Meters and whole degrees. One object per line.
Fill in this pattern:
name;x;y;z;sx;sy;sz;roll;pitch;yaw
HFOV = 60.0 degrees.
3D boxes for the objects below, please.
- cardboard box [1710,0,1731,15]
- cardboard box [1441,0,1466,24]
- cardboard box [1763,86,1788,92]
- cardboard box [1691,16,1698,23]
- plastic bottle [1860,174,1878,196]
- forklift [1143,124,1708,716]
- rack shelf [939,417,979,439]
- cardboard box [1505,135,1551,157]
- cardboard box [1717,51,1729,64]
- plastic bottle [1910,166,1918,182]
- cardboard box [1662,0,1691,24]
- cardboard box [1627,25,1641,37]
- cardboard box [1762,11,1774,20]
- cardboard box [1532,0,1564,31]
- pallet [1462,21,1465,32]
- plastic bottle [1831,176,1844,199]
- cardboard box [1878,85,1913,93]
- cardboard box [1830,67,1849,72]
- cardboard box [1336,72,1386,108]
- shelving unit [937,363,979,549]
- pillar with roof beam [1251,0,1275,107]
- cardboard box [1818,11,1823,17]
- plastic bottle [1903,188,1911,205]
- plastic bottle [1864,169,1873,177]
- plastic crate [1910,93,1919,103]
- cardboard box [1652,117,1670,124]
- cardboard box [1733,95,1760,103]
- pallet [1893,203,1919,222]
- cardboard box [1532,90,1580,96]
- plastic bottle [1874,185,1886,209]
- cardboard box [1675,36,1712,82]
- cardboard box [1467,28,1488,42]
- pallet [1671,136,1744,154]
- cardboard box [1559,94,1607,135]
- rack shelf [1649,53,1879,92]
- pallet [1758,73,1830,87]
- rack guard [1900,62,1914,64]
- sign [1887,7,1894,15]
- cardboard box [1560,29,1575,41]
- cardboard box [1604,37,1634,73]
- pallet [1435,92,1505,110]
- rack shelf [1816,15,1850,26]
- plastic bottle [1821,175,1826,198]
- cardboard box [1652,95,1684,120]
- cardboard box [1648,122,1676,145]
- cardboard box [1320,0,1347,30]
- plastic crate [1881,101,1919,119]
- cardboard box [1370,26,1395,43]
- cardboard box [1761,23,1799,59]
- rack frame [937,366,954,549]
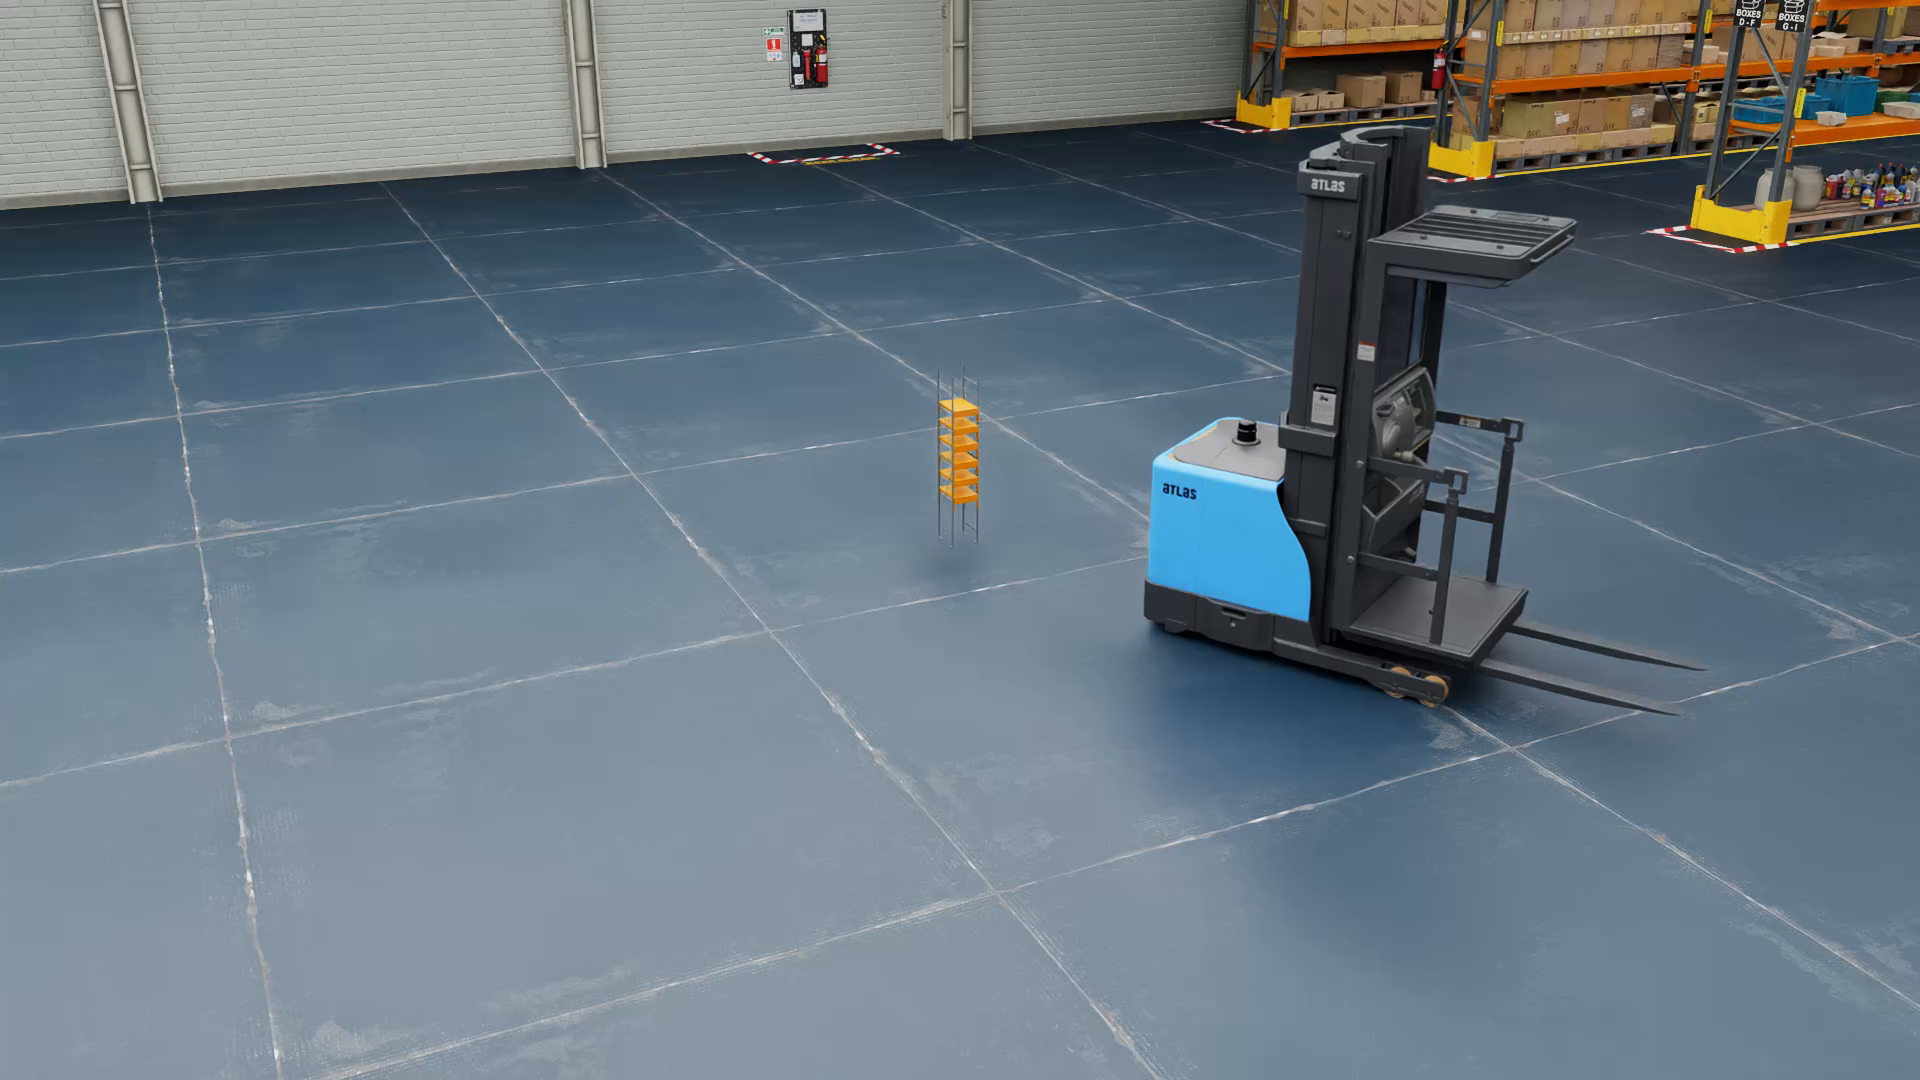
cardboard box;14.251;-10.259;31.566;0.500;0.500;0.500;-10;24;-22
cardboard box;8.416;-9.257;28.881;0.500;0.500;0.500;-10;25;-24
cardboard box;13.395;-7.219;27.082;0.500;0.311;0.500;-11;25;-25
cardboard box;13.857;-9.910;31.571;0.250;0.149;0.380;-10;25;-23
plastic bottle;11.631;-4.547;21.298;0.135;0.276;0.152;-10;25;-24
forklift;2.612;-0.677;9.053;3.031;2.935;1.130;14;26;31
rack shelf;-0.013;-0.733;10.940;0.180;0.103;0.258;-10;25;-24
cardboard box;8.284;-5.806;24.399;0.500;0.250;0.500;-10;25;-24
cardboard box;11.747;-7.409;25.556;0.250;0.149;0.380;-10;25;-24
plastic bottle;12.528;-4.782;21.873;0.097;0.271;0.097;0;22;0
cardboard box;10.463;-8.019;24.873;0.500;0.500;0.700;-10;25;-23
cardboard box;9.790;-7.508;24.487;0.250;0.149;0.380;-11;25;-24
cardboard box;15.518;-10.172;32.204;0.250;0.149;0.380;-10;24;-23
cardboard box;8.201;-7.602;23.866;0.500;0.500;0.700;-11;25;-25
pallet;9.460;-9.144;29.668;1.213;0.211;1.003;-10;25;-24
plastic bottle;11.151;-4.477;21.121;0.133;0.283;0.061;-10;25;-24
cardboard box;15.468;-7.227;27.479;0.500;0.500;0.500;-11;25;-26
cardboard box;17.553;-9.777;33.666;0.500;0.500;0.700;-10;24;-22
cardboard box;6.963;-7.823;28.920;0.500;0.500;0.700;-12;25;-27
shelving unit;-0.013;-0.552;11.015;0.189;1.200;0.258;-10;25;-24
pillar with roof beam;7.227;-10.195;24.112;0.400;9.000;9.100;-10;25;-24
cardboard box;16.413;-10.705;32.798;0.700;0.700;0.980;-10;25;-23
plastic bottle;11.843;-4.305;20.813;0.097;0.201;0.097;0;22;0
plastic bottle;11.761;-4.654;21.548;0.133;0.283;0.061;-9;24;-21
plastic crate;12.125;-5.395;20.557;0.616;0.251;0.499;-10;25;-24
cardboard box;11.108;-6.541;26.176;0.500;0.250;0.500;-11;25;-24
cardboard box;12.260;-6.782;26.025;0.500;0.311;0.500;-11;25;-25
pallet;12.382;-4.356;21.497;1.213;0.211;1.003;-10;25;-24
cardboard box;8.956;-6.500;25.098;0.500;0.500;0.500;-10;25;-24
plastic bottle;11.381;-4.251;20.573;0.133;0.283;0.061;-10;25;-23
cardboard box;13.824;-9.240;31.911;0.750;0.750;0.750;-11;25;-24
cardboard box;7.517;-7.260;23.889;0.250;0.149;0.380;-11;25;-25
pallet;11.507;-6.296;26.184;1.213;0.211;1.003;-10;25;-24
cardboard box;9.188;-6.316;24.651;0.500;0.500;0.500;-10;25;-24
rack shelf;12.662;-7.448;26.262;4.000;0.370;1.077;-10;25;-24
pallet;16.636;-9.293;33.425;1.213;0.211;1.003;-10;25;-24
rack guard;19.543;-9.995;34.743;0.348;0.500;1.175;-10;25;-24
sign;14.708;-8.457;26.244;0.005;0.325;0.100;-10;25;-24
cardboard box;8.632;-7.294;23.970;0.250;0.149;0.380;-11;25;-25
cardboard box;9.537;-7.248;24.707;0.500;0.500;0.700;-10;25;-23
pallet;9.409;-7.997;30.293;1.213;0.211;1.003;-10;25;-24
rack shelf;17.719;-10.482;33.591;4.000;0.370;1.077;-10;25;-24
plastic bottle;10.963;-4.507;21.193;0.133;0.283;0.061;-10;24;-22
cardboard box;11.101;-6.798;26.063;0.500;0.311;0.500;-10;25;-24
cardboard box;10.537;-6.220;25.401;0.500;0.250;0.500;-10;25;-24
cardboard box;6.114;-8.833;27.855;0.500;0.500;0.500;-10;25;-23
plastic crate;11.652;-5.263;20.387;0.437;0.136;0.530;-10;25;-24
cardboard box;7.061;-8.660;28.419;0.500;0.250;0.500;-10;25;-23
cardboard box;12.959;-7.875;26.221;0.500;0.500;0.500;-12;25;-26
rack frame;-0.095;-0.537;10.978;0.006;1.200;0.240;-10;25;-24
